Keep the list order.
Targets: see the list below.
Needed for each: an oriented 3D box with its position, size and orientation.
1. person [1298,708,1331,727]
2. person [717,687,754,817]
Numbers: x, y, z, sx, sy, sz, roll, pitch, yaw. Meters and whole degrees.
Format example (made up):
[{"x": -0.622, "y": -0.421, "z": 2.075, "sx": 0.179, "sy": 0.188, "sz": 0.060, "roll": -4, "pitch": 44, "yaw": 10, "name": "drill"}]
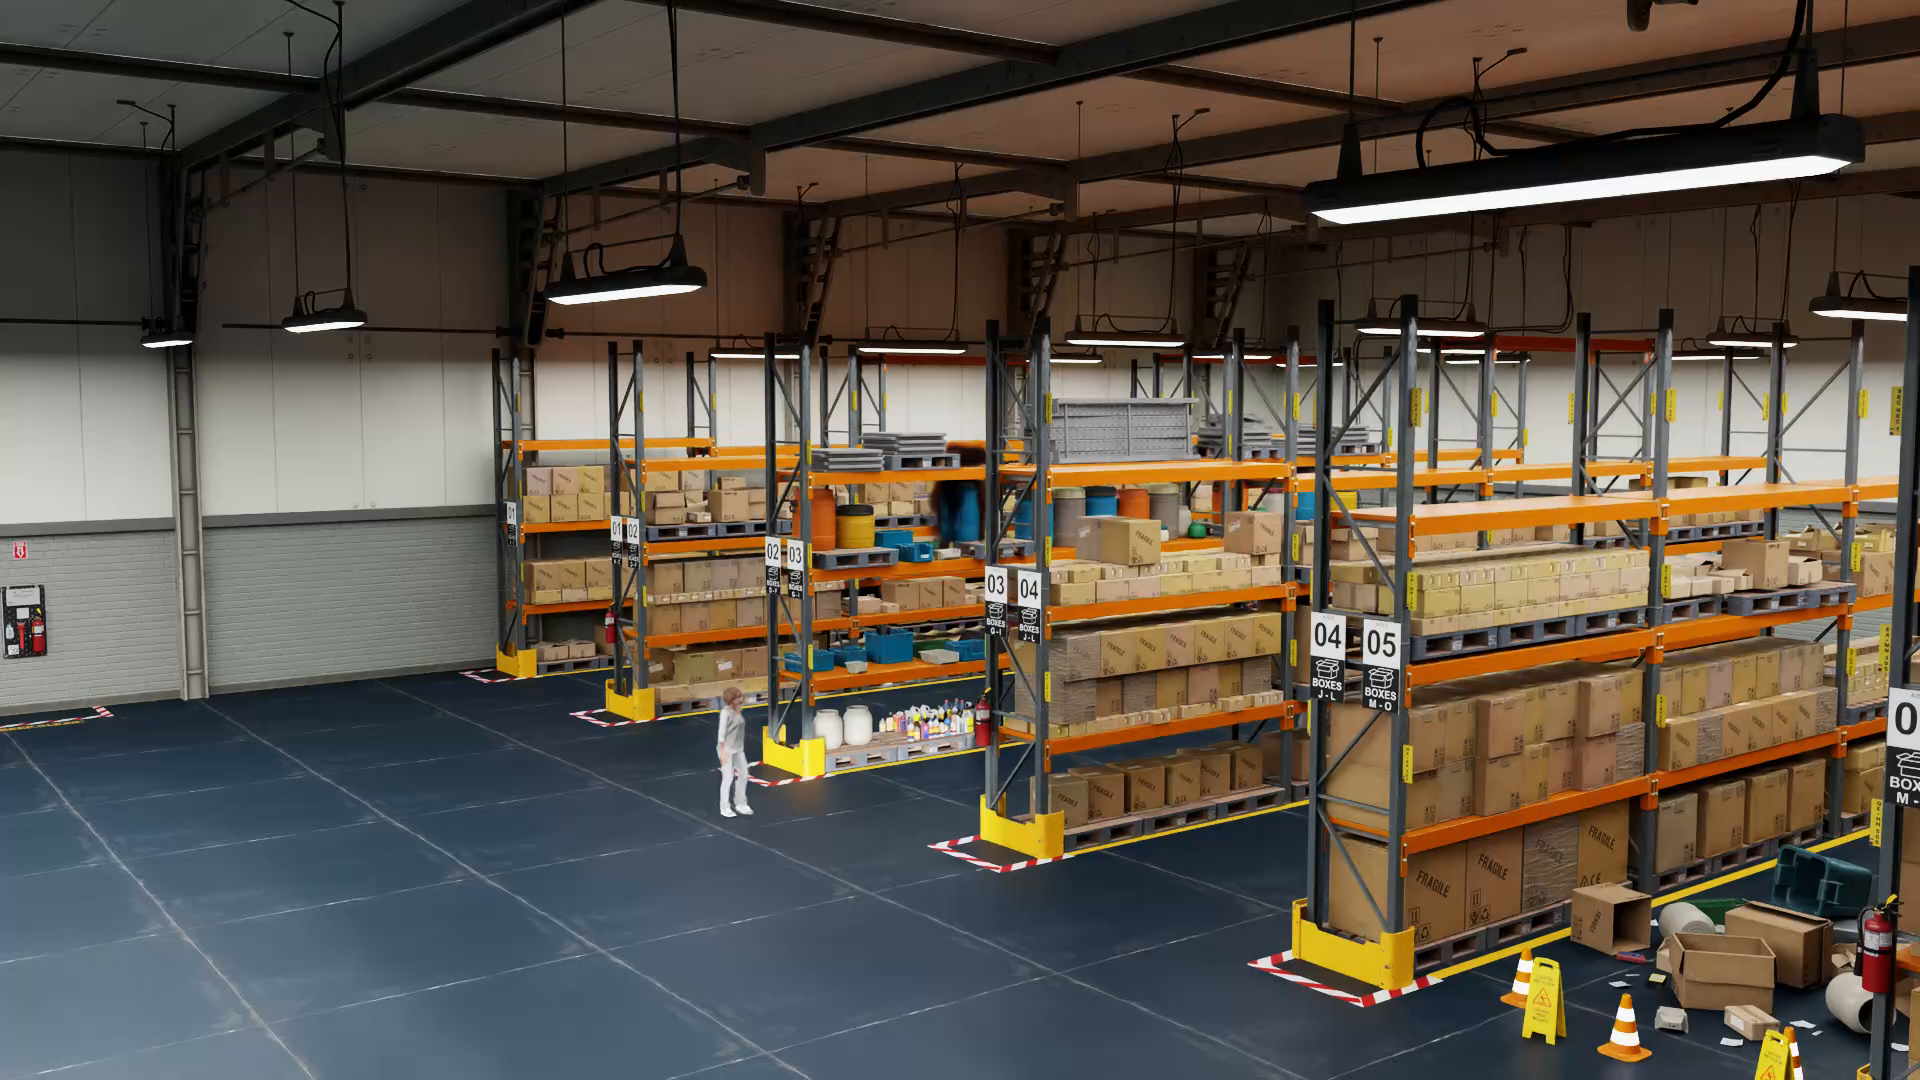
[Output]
[{"x": 5.301, "y": 2.161, "z": 24.606, "sx": 0.953, "sy": 1.769, "sz": 0.595, "roll": -4, "pitch": 6, "yaw": -37, "name": "person"}, {"x": -2.795, "y": 2.606, "z": 20.338, "sx": 0.365, "sy": 1.619, "sz": 0.524, "roll": 2, "pitch": 6, "yaw": 25, "name": "person"}]
